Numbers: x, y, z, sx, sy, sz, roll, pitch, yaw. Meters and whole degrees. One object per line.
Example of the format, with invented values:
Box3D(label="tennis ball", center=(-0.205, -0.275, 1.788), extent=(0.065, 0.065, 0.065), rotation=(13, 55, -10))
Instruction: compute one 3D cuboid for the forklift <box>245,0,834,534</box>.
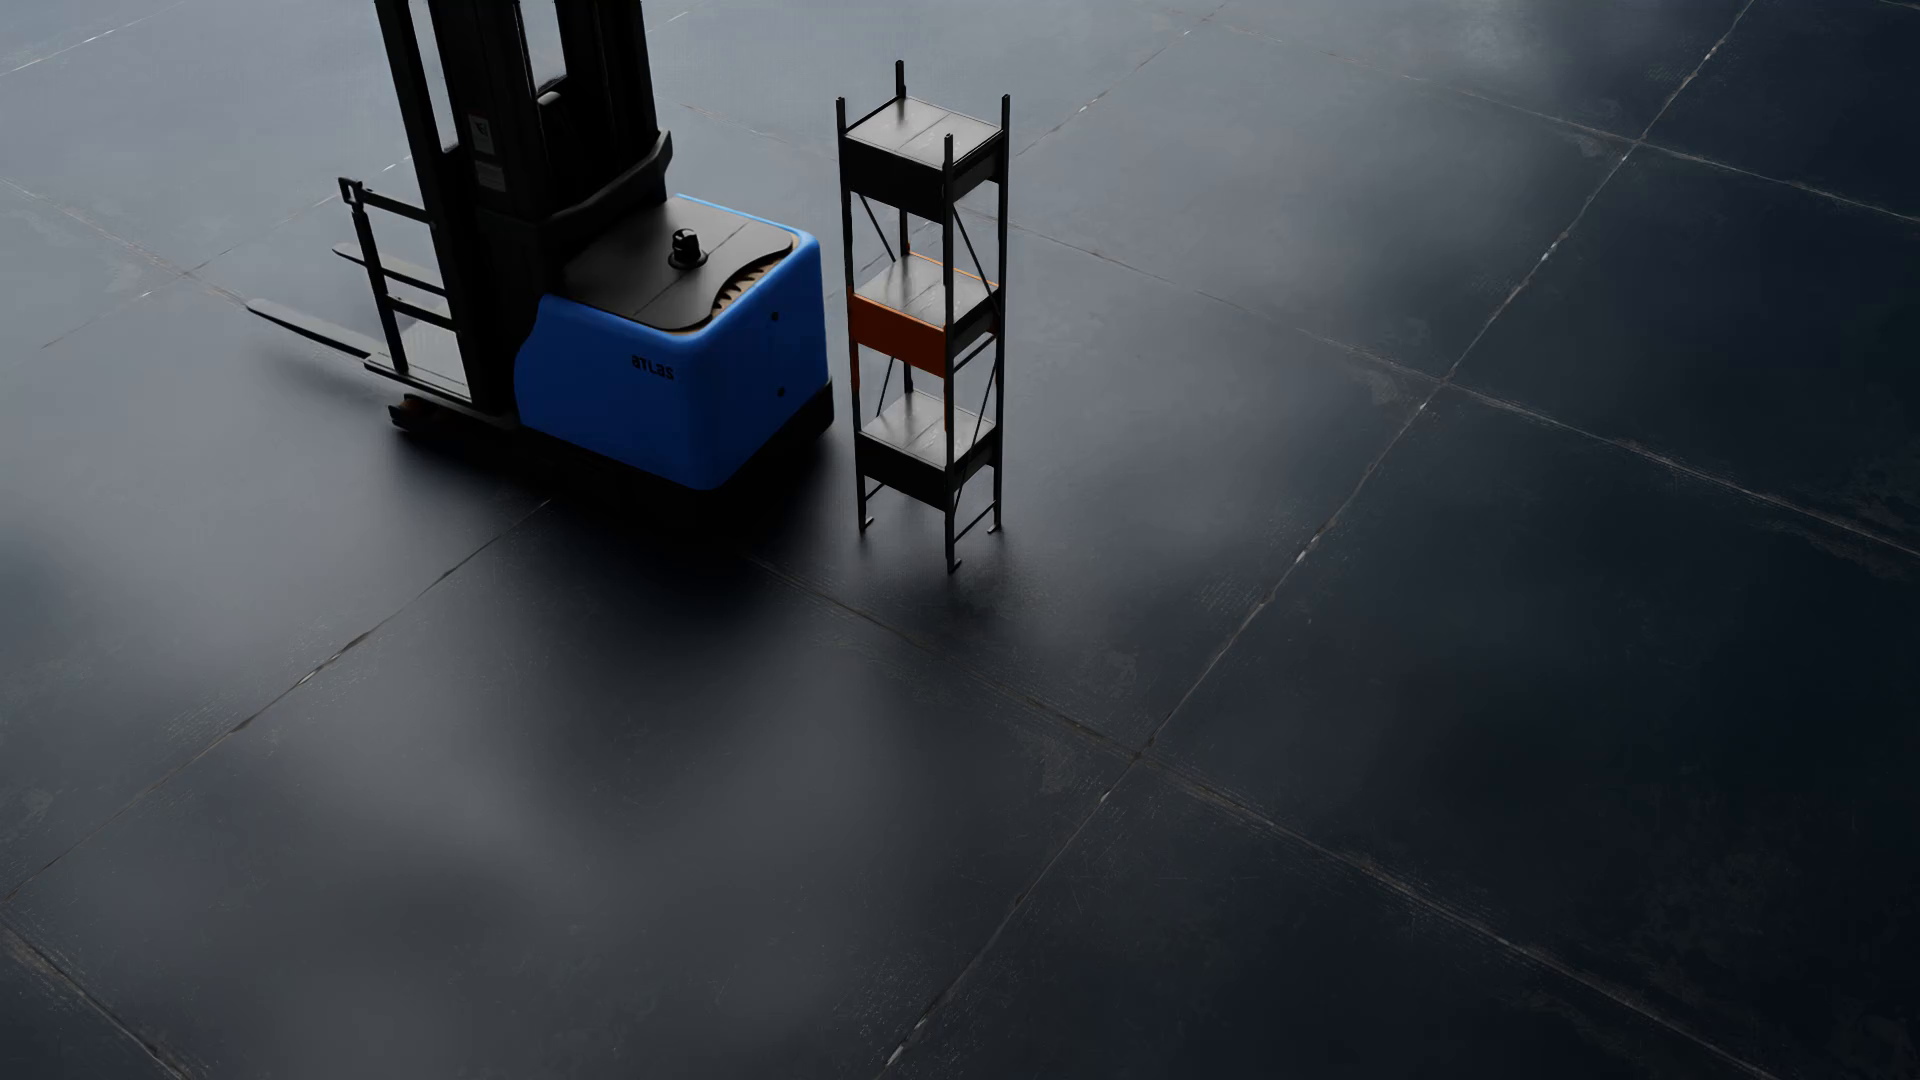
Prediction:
Box3D(label="forklift", center=(-2.145, -1.830, 7.285), extent=(3.031, 2.935, 1.130), rotation=(20, 46, 21))

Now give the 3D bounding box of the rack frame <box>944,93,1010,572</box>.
Box3D(label="rack frame", center=(0.064, -0.752, 6.704), extent=(0.015, 2.100, 0.400), rotation=(25, 48, 25))

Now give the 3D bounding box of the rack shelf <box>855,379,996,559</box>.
Box3D(label="rack shelf", center=(-0.136, -0.314, 7.284), extent=(0.480, 0.518, 0.431), rotation=(25, 48, 25))

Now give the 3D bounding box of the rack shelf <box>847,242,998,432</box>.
Box3D(label="rack shelf", center=(-0.136, -0.836, 6.818), extent=(0.480, 0.518, 0.431), rotation=(25, 48, 25))

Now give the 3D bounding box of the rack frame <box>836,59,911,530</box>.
Box3D(label="rack frame", center=(-0.335, -0.939, 6.913), extent=(0.015, 2.100, 0.400), rotation=(25, 48, 25))

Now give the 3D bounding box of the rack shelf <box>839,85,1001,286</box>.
Box3D(label="rack shelf", center=(-0.135, -1.357, 6.351), extent=(0.480, 0.518, 0.431), rotation=(25, 48, 25))

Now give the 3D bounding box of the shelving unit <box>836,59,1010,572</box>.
Box3D(label="shelving unit", center=(-0.136, -0.846, 6.809), extent=(0.503, 2.100, 0.431), rotation=(25, 48, 25))
